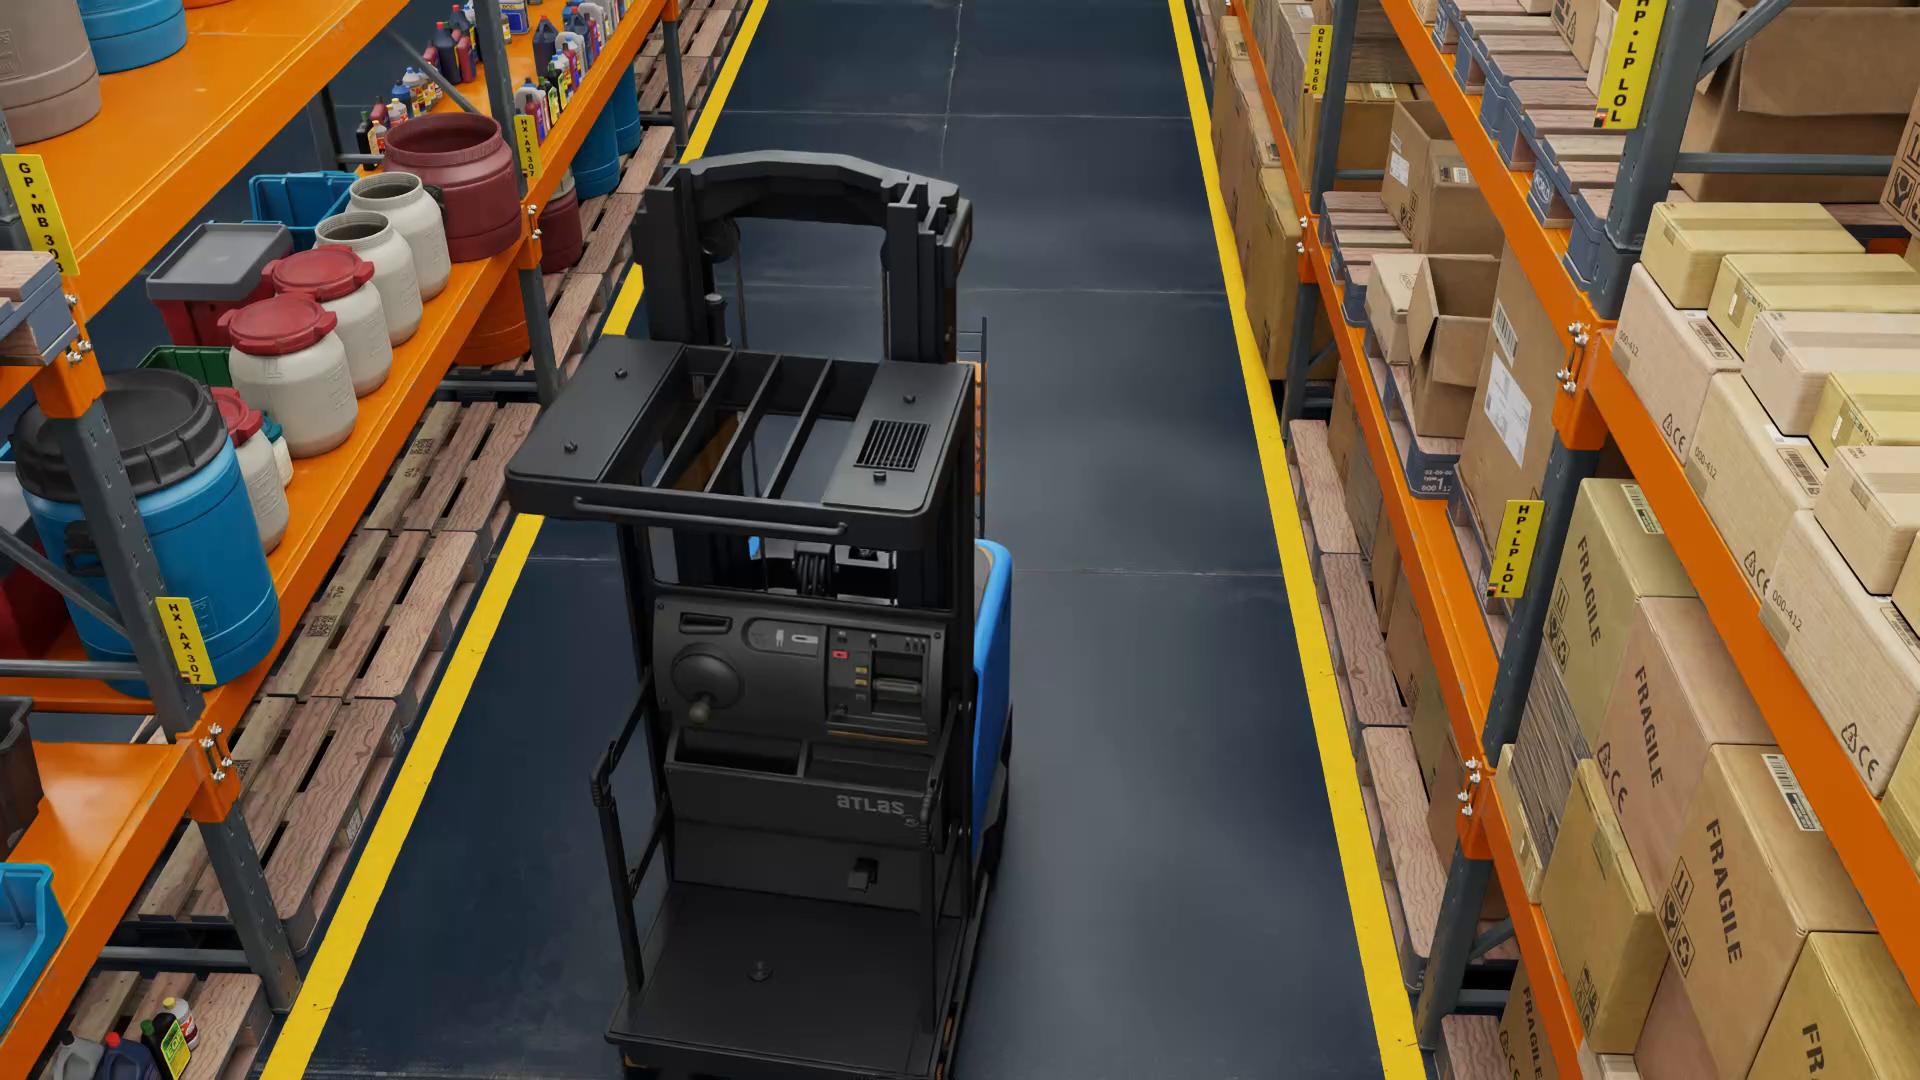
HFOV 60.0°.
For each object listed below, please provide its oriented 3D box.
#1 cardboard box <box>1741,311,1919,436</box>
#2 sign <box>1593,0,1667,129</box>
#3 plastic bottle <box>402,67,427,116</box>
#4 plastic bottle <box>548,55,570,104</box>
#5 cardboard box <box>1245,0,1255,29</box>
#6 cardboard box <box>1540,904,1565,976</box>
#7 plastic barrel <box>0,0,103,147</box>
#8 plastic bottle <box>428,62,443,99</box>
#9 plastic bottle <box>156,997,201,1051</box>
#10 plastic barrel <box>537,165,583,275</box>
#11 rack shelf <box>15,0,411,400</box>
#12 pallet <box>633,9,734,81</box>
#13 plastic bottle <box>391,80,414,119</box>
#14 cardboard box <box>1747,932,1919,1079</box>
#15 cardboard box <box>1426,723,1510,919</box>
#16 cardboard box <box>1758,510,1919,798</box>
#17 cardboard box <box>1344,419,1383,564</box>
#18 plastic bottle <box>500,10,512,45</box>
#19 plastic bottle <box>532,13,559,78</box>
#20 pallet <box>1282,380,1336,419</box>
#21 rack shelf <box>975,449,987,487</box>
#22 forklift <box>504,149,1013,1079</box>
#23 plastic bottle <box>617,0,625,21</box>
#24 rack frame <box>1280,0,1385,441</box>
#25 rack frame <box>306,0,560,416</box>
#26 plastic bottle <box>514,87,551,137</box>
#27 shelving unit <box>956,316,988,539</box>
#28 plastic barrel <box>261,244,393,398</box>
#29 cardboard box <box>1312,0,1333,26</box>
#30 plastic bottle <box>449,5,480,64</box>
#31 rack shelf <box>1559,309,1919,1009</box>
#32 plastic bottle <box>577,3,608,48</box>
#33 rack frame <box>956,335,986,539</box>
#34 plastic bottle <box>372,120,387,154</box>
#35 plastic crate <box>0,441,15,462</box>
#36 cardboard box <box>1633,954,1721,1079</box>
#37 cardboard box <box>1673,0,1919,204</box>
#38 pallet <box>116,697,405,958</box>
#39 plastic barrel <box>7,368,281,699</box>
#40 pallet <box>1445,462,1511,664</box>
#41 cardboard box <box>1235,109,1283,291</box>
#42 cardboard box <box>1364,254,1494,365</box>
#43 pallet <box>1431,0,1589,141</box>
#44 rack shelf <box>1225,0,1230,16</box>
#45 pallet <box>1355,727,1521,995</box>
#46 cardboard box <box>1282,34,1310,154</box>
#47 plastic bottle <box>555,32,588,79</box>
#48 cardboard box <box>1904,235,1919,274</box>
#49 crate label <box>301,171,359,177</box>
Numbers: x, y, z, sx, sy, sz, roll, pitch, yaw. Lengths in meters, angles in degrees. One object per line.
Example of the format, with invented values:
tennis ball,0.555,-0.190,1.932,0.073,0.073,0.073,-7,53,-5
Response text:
cardboard box,1.792,-0.327,3.282,0.380,0.149,0.250,2,35,2
sign,1.533,-1.099,3.804,0.100,0.325,0.005,1,35,2
plastic bottle,-3.063,-2.513,9.328,0.097,0.271,0.097,0,35,0
plastic bottle,-2.295,-2.630,9.496,0.097,0.271,0.097,0,35,0
cardboard box,2.122,-3.578,10.645,0.500,0.500,0.500,1,35,2
cardboard box,1.773,1.019,4.410,0.380,0.149,0.250,1,35,2
plastic barrel,-3.031,-1.708,5.027,0.600,0.901,0.600,0,35,0
plastic bottle,-3.051,-2.652,9.587,0.097,0.201,0.097,0,35,0
plastic bottle,-2.564,1.578,5.447,0.097,0.201,0.097,0,35,0
plastic barrel,-2.653,-2.016,10.242,0.600,0.588,0.708,1,35,2
rack shelf,-2.781,-1.685,6.055,1.077,0.370,4.000,1,35,2
pallet,-2.503,-4.184,14.020,1.003,0.211,1.213,1,35,2
plastic bottle,-3.071,-2.401,9.169,0.097,0.271,0.097,0,35,0
cardboard box,1.768,1.055,2.925,0.500,0.500,0.500,1,35,2
cardboard box,2.134,1.002,6.007,0.700,0.500,0.500,-1,35,-2
cardboard box,1.767,0.188,2.896,0.500,0.250,0.500,0,35,0
cardboard box,2.232,-0.239,7.773,0.700,0.500,0.500,-1,35,-2
plastic bottle,-2.860,-3.203,10.372,0.097,0.201,0.097,0,35,0
plastic bottle,-2.451,-2.936,9.862,0.144,0.351,0.185,1,35,2
pallet,2.355,-1.097,9.627,1.003,0.211,1.213,1,35,2
rack shelf,-0.001,-0.348,7.988,0.258,0.103,0.180,1,35,2
forklift,-0.541,0.472,5.030,1.130,2.935,3.031,6,35,8
plastic bottle,-2.257,-3.537,10.717,0.144,0.351,0.185,1,35,2
rack frame,2.248,-1.786,8.183,1.000,3.000,0.127,1,35,2
rack frame,-2.700,-1.901,8.346,1.000,3.000,0.127,1,35,2
plastic bottle,-2.342,-2.357,9.103,0.152,0.276,0.135,1,35,2
shelving unit,-0.001,-0.483,7.893,0.258,1.200,0.189,1,35,2
plastic barrel,-2.557,-0.873,6.765,0.433,0.535,0.433,0,35,0
cardboard box,2.323,-3.032,8.996,0.797,0.503,0.637,2,35,3
plastic bottle,-3.004,-3.053,10.028,0.144,0.351,0.185,1,35,2
rack shelf,2.007,0.728,2.622,1.077,0.370,4.000,1,35,2
plastic bottle,-2.282,-3.204,10.308,0.152,0.276,0.135,1,35,2
rack frame,-0.004,-0.430,7.818,0.240,1.200,0.006,1,35,2
plastic bottle,-3.088,-2.128,8.841,0.097,0.201,0.097,0,35,0
plastic crate,-3.128,-0.237,5.992,0.392,0.384,0.575,1,35,2
cardboard box,2.033,1.182,3.613,0.875,0.500,0.500,1,35,2
cardboard box,2.206,-1.197,4.281,0.797,0.503,0.637,0,35,0
pallet,-2.868,1.086,6.521,1.003,0.211,1.213,1,35,2
plastic barrel,-2.543,-0.023,5.238,0.600,0.901,0.708,1,35,2
pallet,2.264,0.154,5.588,1.003,0.211,1.213,1,35,2
cardboard box,2.340,-1.997,9.965,1.225,0.875,0.875,1,35,2
cardboard box,1.951,-0.939,6.743,0.500,0.250,0.500,0,35,1
pallet,2.258,-1.587,5.454,1.213,0.211,1.003,1,35,2
rack shelf,2.489,-4.939,13.295,1.077,0.370,4.000,1,35,2
pallet,2.118,1.205,6.351,1.003,0.211,1.213,1,35,2
cardboard box,2.047,-2.403,8.973,0.500,0.500,0.500,1,35,1
plastic bottle,-2.304,-2.888,9.858,0.152,0.276,0.135,1,35,2
cardboard box,2.363,-0.624,3.704,0.380,0.149,0.250,2,35,3
crate label,-3.092,-1.599,8.062,0.303,0.233,0.416,1,35,2
